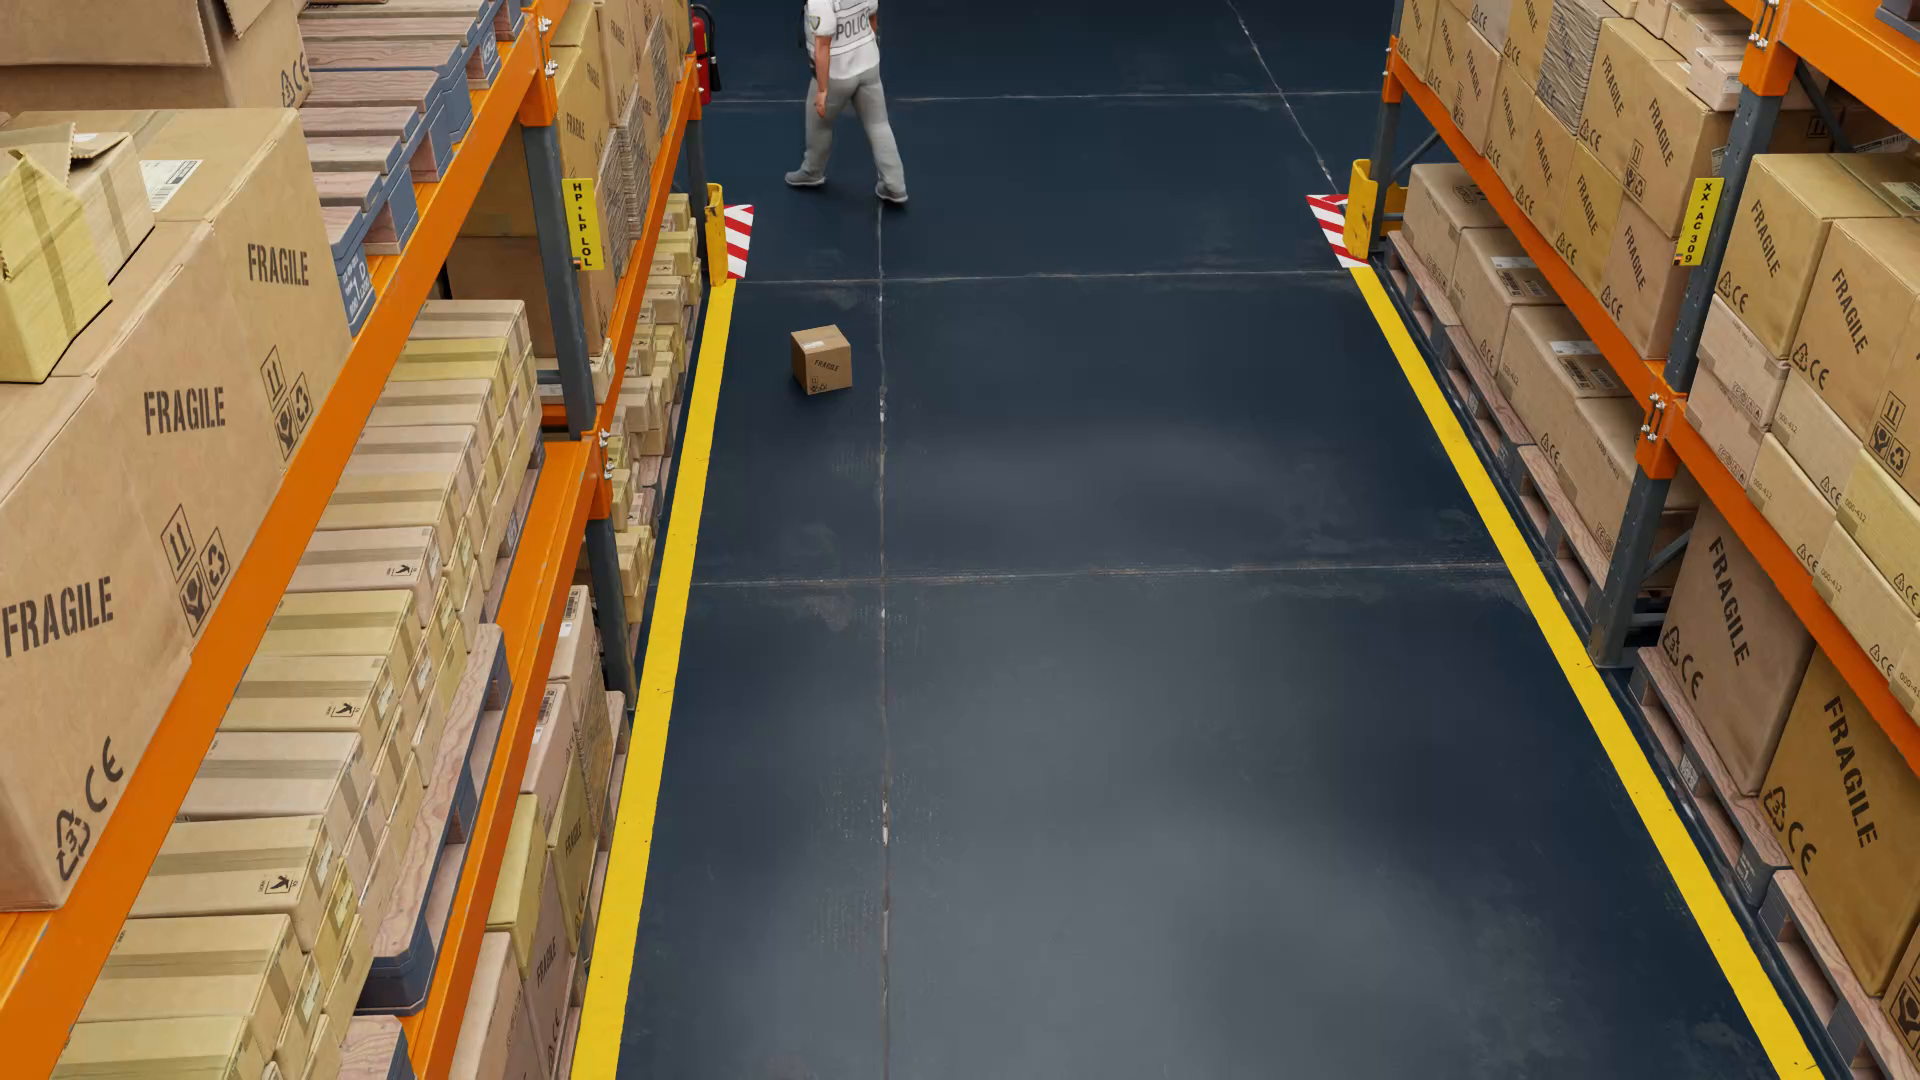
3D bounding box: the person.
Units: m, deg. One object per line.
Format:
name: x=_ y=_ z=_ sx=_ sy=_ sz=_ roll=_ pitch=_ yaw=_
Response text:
person: x=-0.766 y=-2.950 z=10.361 sx=0.648 sy=1.729 sz=0.952 roll=-28 pitch=43 yaw=-33
